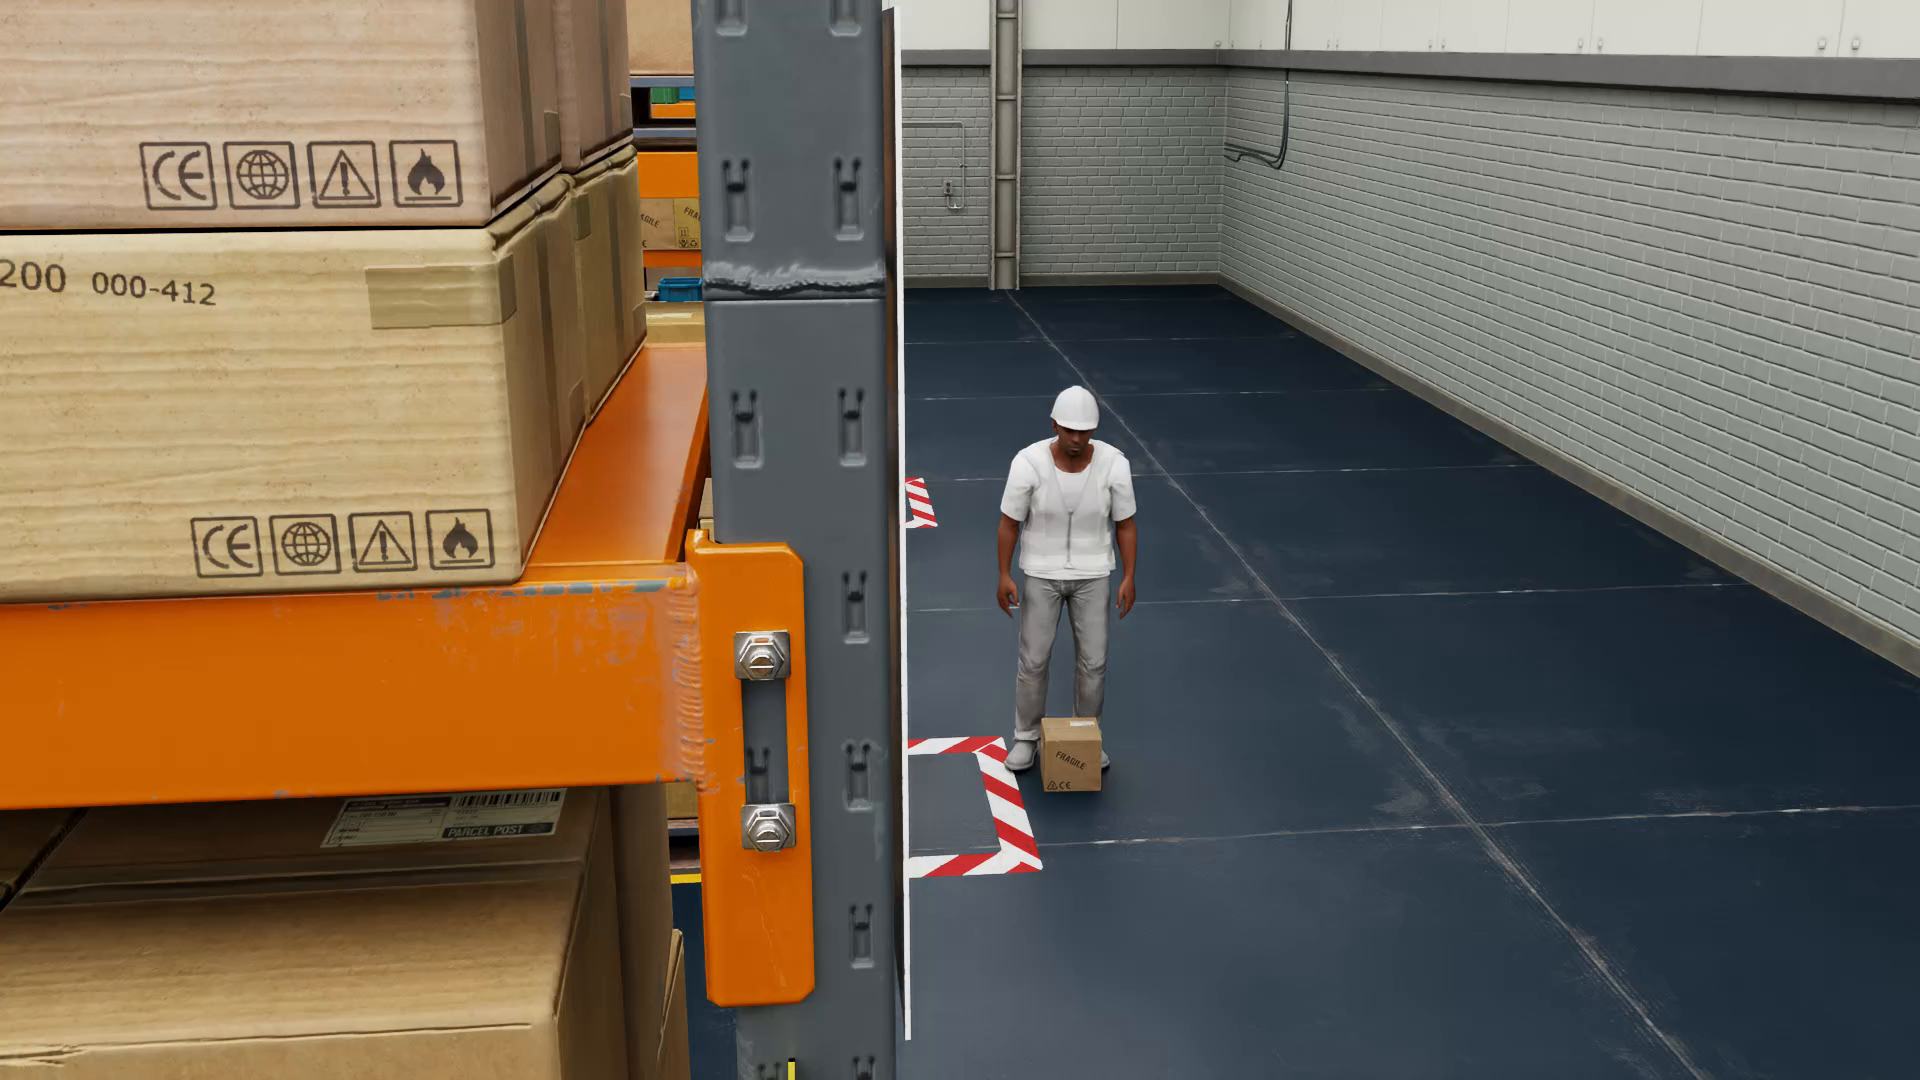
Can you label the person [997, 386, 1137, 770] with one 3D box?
[{"bbox_3d":[0.478,0.170,7.437,0.627,1.761,0.456,0,17,0],"label":"person"}]
